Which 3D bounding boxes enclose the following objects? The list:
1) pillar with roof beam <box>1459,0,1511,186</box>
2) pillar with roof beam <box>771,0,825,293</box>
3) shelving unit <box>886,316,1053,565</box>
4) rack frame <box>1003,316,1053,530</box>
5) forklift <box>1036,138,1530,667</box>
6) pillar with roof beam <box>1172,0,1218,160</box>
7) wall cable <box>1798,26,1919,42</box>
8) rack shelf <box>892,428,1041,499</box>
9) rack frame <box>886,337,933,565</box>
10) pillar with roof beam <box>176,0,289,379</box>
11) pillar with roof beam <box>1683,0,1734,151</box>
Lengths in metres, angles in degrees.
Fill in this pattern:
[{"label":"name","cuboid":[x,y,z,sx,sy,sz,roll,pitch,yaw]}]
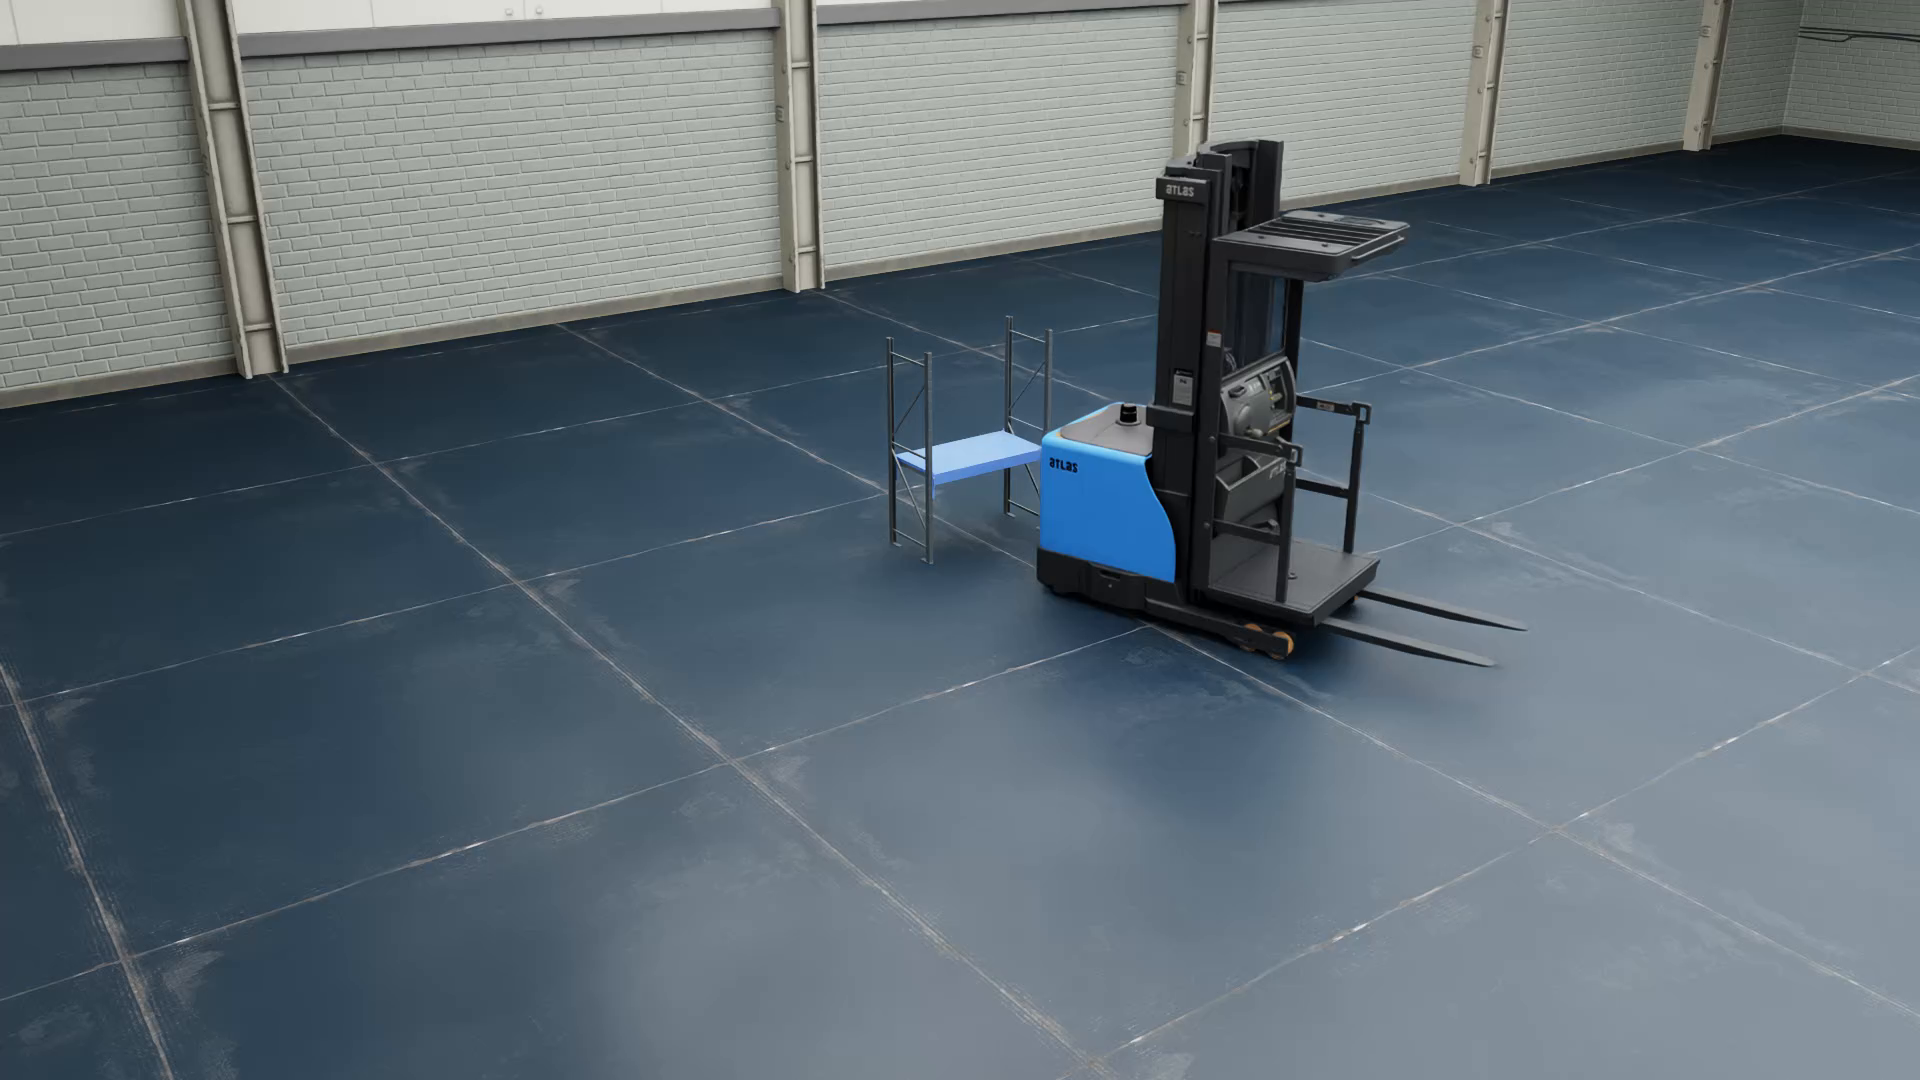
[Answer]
[{"label":"pillar with roof beam","cuboid":[10.452,-8.391,20.784,0.400,9.000,9.100,-15,26,-33]},{"label":"pillar with roof beam","cuboid":[0.711,-5.794,14.275,0.400,9.000,9.100,-15,26,-33]},{"label":"shelving unit","cuboid":[0.069,-0.715,11.665,1.048,1.500,0.538,-15,26,-33]},{"label":"rack frame","cuboid":[0.482,-0.825,11.940,0.032,1.500,0.500,-15,26,-33]},{"label":"forklift","cuboid":[2.001,-0.861,10.099,3.031,2.935,1.130,15,26,33]},{"label":"pillar with roof beam","cuboid":[5.581,-7.093,17.529,0.400,9.000,9.100,-15,26,-33]},{"label":"wall cable","cuboid":[15.972,-9.783,28.461,0.112,2.526,3.097,-15,26,-33]},{"label":"rack shelf","cuboid":[0.069,-0.548,11.731,1.000,0.185,0.538,-15,26,-33]},{"label":"rack frame","cuboid":[-0.343,-0.605,11.389,0.032,1.500,0.500,-15,26,-33]},{"label":"pillar with roof beam","cuboid":[-4.160,-4.495,11.020,0.400,9.000,9.100,-15,26,-33]},{"label":"pillar with roof beam","cuboid":[15.322,-9.690,24.038,0.400,9.000,9.100,-15,26,-33]}]
